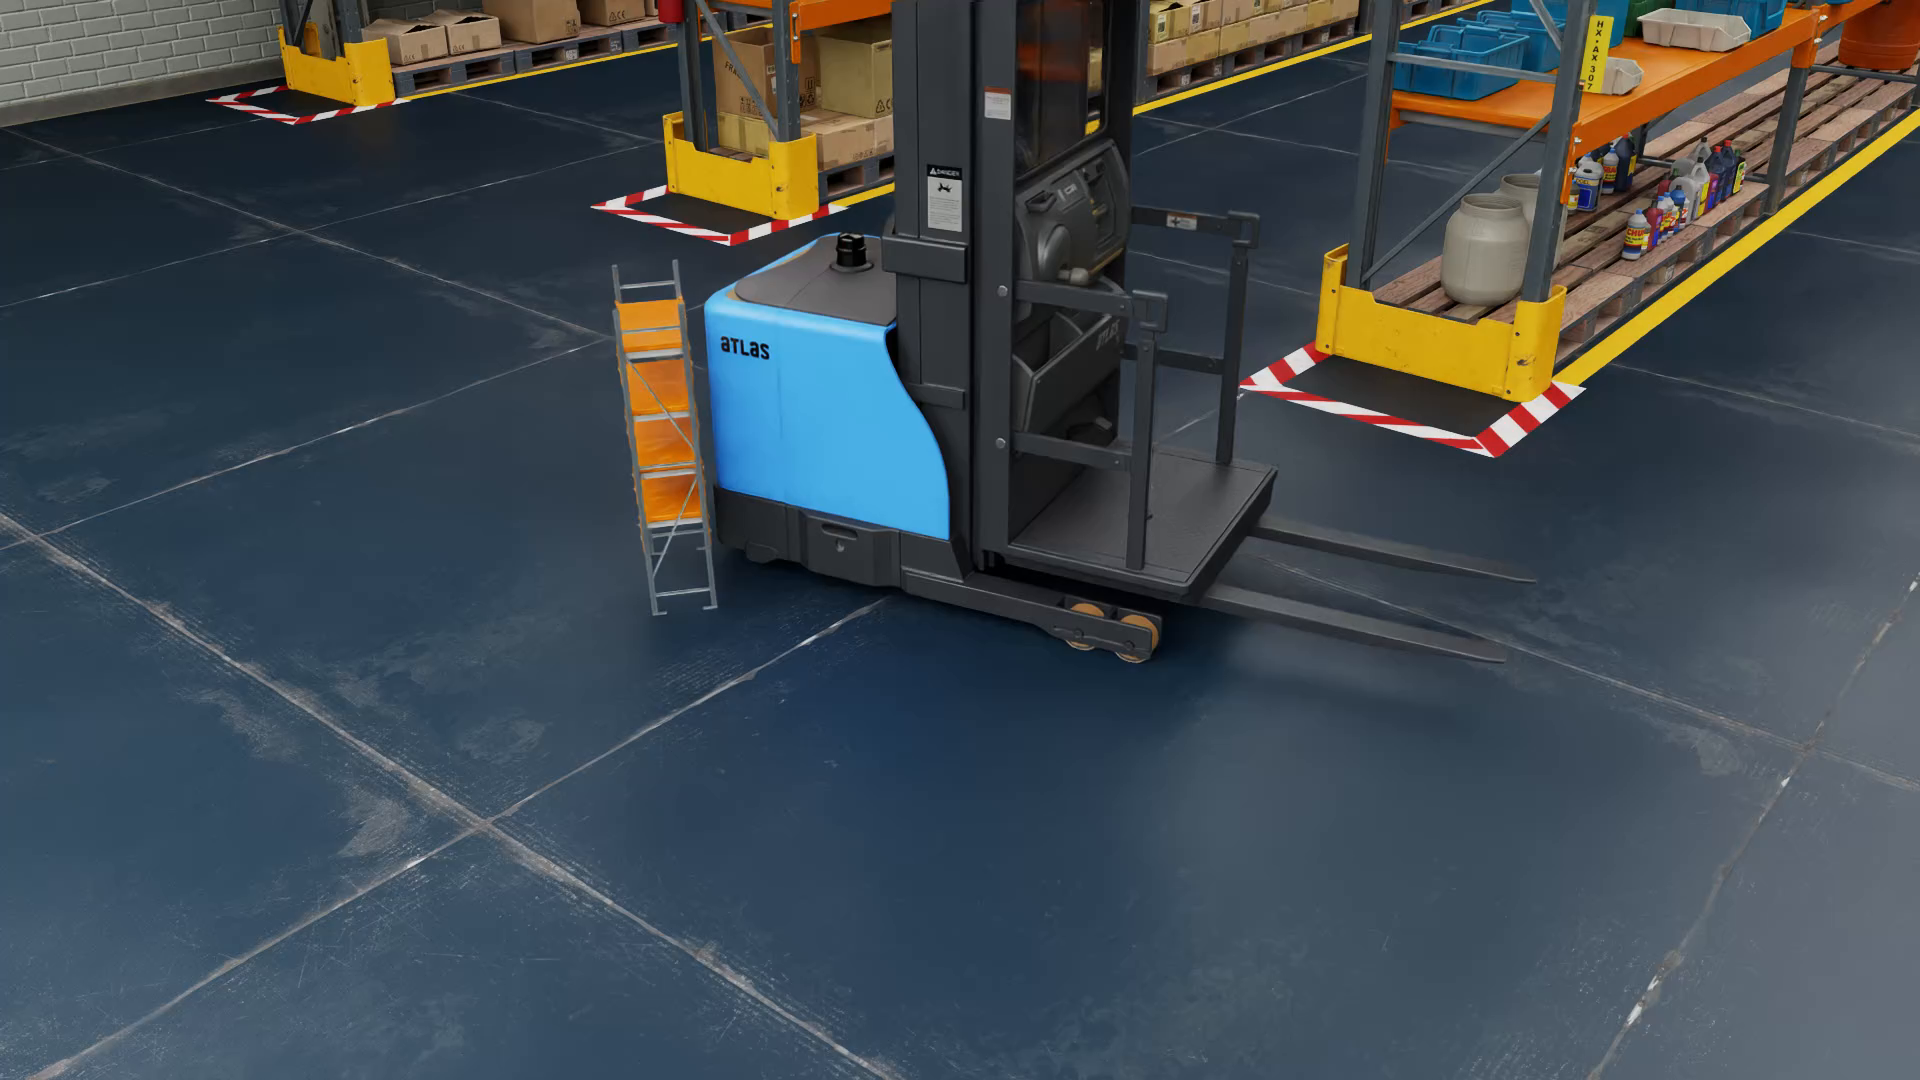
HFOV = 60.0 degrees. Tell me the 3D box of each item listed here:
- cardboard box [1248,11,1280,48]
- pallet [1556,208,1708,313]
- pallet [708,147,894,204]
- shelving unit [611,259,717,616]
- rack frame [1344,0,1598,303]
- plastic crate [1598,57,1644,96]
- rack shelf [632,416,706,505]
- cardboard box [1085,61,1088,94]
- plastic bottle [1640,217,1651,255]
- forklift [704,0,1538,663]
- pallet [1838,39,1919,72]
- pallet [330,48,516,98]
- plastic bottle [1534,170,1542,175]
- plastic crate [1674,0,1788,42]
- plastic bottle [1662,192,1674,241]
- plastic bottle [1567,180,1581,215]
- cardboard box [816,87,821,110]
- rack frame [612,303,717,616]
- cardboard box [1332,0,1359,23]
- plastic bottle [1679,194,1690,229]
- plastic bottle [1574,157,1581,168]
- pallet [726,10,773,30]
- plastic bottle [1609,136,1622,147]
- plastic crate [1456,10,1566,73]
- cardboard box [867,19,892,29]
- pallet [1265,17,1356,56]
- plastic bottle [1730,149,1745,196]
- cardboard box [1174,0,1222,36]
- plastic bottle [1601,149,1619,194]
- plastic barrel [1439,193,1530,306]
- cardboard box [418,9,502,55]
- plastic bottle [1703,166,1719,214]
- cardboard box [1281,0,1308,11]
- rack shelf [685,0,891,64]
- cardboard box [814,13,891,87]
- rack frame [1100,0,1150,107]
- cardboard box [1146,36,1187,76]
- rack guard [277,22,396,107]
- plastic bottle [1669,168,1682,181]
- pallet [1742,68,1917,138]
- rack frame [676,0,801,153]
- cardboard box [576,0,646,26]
[{"bbox_3d":[2.525,-4.624,14.959,0.500,0.250,0.500,22,34,35],"label":"cardboard box"},{"bbox_3d":[3.684,-1.695,9.796,1.003,0.211,1.213,21,34,34],"label":"pallet"},{"bbox_3d":[-0.991,-2.669,11.680,1.003,0.211,1.213,21,34,34],"label":"pallet"},{"bbox_3d":[-1.092,-0.374,6.159,0.258,1.200,0.503,-7,28,-9],"label":"shelving unit"},{"bbox_3d":[2.375,-2.175,7.691,1.000,3.000,0.127,21,34,34],"label":"rack frame"},{"bbox_3d":[3.192,-2.282,8.183,0.298,0.136,0.250,21,34,34],"label":"plastic crate"},{"bbox_3d":[-1.090,-0.315,6.190,0.258,0.148,0.480,-7,28,-9],"label":"rack shelf"},{"bbox_3d":[0.647,-3.605,12.990,0.500,0.250,0.500,21,34,34],"label":"cardboard box"},{"bbox_3d":[3.834,-1.716,9.370,0.097,0.201,0.097,0,27,0],"label":"plastic bottle"},{"bbox_3d":[0.588,-1.144,5.772,3.031,2.935,1.130,13,30,23],"label":"forklift"},{"bbox_3d":[8.709,-4.496,15.210,1.003,0.211,1.213,21,34,34],"label":"pallet"},{"bbox_3d":[-4.677,-4.137,14.517,1.003,0.211,1.213,21,34,34],"label":"pallet"},{"bbox_3d":[3.474,-2.071,9.974,0.152,0.276,0.135,20,33,33],"label":"plastic bottle"},{"bbox_3d":[4.425,-3.056,9.554,0.499,0.251,0.616,21,34,34],"label":"plastic crate"},{"bbox_3d":[4.050,-1.868,9.586,0.097,0.271,0.097,0,27,0],"label":"plastic bottle"},{"bbox_3d":[3.698,-2.078,10.069,0.097,0.201,0.097,0,27,0],"label":"plastic bottle"},{"bbox_3d":[-1.023,-3.047,11.911,0.500,0.250,0.500,21,34,34],"label":"cardboard box"},{"bbox_3d":[-1.046,-0.264,5.946,0.240,1.200,0.015,-7,28,-9],"label":"rack frame"},{"bbox_3d":[3.497,-5.168,16.011,0.500,0.250,0.500,22,34,36],"label":"cardboard box"},{"bbox_3d":[4.244,-1.945,9.811,0.097,0.201,0.097,0,27,0],"label":"plastic bottle"},{"bbox_3d":[3.828,-2.304,10.417,0.061,0.283,0.133,23,35,37],"label":"plastic bottle"},{"bbox_3d":[-2.231,-5.527,17.204,1.003,0.211,1.213,21,34,34],"label":"pallet"},{"bbox_3d":[4.194,-2.472,10.749,0.152,0.276,0.135,22,35,36],"label":"plastic bottle"},{"bbox_3d":[2.880,-2.603,8.679,0.499,0.251,0.408,21,34,34],"label":"plastic crate"},{"bbox_3d":[-0.308,-3.407,11.790,0.500,0.500,0.500,21,34,34],"label":"cardboard box"},{"bbox_3d":[3.090,-4.942,16.073,1.003,0.211,1.213,21,34,34],"label":"pallet"},{"bbox_3d":[4.868,-2.316,10.439,0.061,0.283,0.133,23,35,37],"label":"plastic bottle"},{"bbox_3d":[1.877,-4.507,14.122,0.500,0.311,0.500,20,34,34],"label":"cardboard box"},{"bbox_3d":[4.086,-2.326,10.471,0.097,0.271,0.097,0,27,0],"label":"plastic bottle"},{"bbox_3d":[2.734,-1.513,8.660,0.421,0.512,0.421,0,27,0],"label":"plastic barrel"},{"bbox_3d":[-4.398,-4.493,14.618,0.500,0.311,0.500,24,36,38],"label":"cardboard box"},{"bbox_3d":[4.538,-2.132,10.084,0.061,0.283,0.133,23,35,38],"label":"plastic bottle"},{"bbox_3d":[2.852,-5.053,15.178,0.500,0.311,0.500,20,34,34],"label":"cardboard box"},{"bbox_3d":[-0.173,-4.014,12.027,1.077,0.370,4.000,21,34,34],"label":"rack shelf"},{"bbox_3d":[-0.709,-3.559,12.084,0.500,0.500,0.500,21,34,34],"label":"cardboard box"},{"bbox_3d":[1.099,-5.043,13.233,1.000,3.000,0.127,21,34,34],"label":"rack frame"},{"bbox_3d":[1.547,-4.078,13.905,0.500,0.250,0.500,20,33,33],"label":"cardboard box"},{"bbox_3d":[-5.222,-3.988,13.914,1.175,0.500,0.348,21,34,34],"label":"rack guard"},{"bbox_3d":[4.309,-2.108,10.038,0.061,0.283,0.133,21,34,34],"label":"plastic bottle"},{"bbox_3d":[6.941,-3.510,13.305,1.003,0.211,1.213,21,34,34],"label":"pallet"},{"bbox_3d":[-1.445,-3.624,10.491,1.000,3.000,0.127,21,34,34],"label":"rack frame"},{"bbox_3d":[-3.355,-5.195,15.768,0.500,0.500,0.500,18,32,31],"label":"cardboard box"}]
